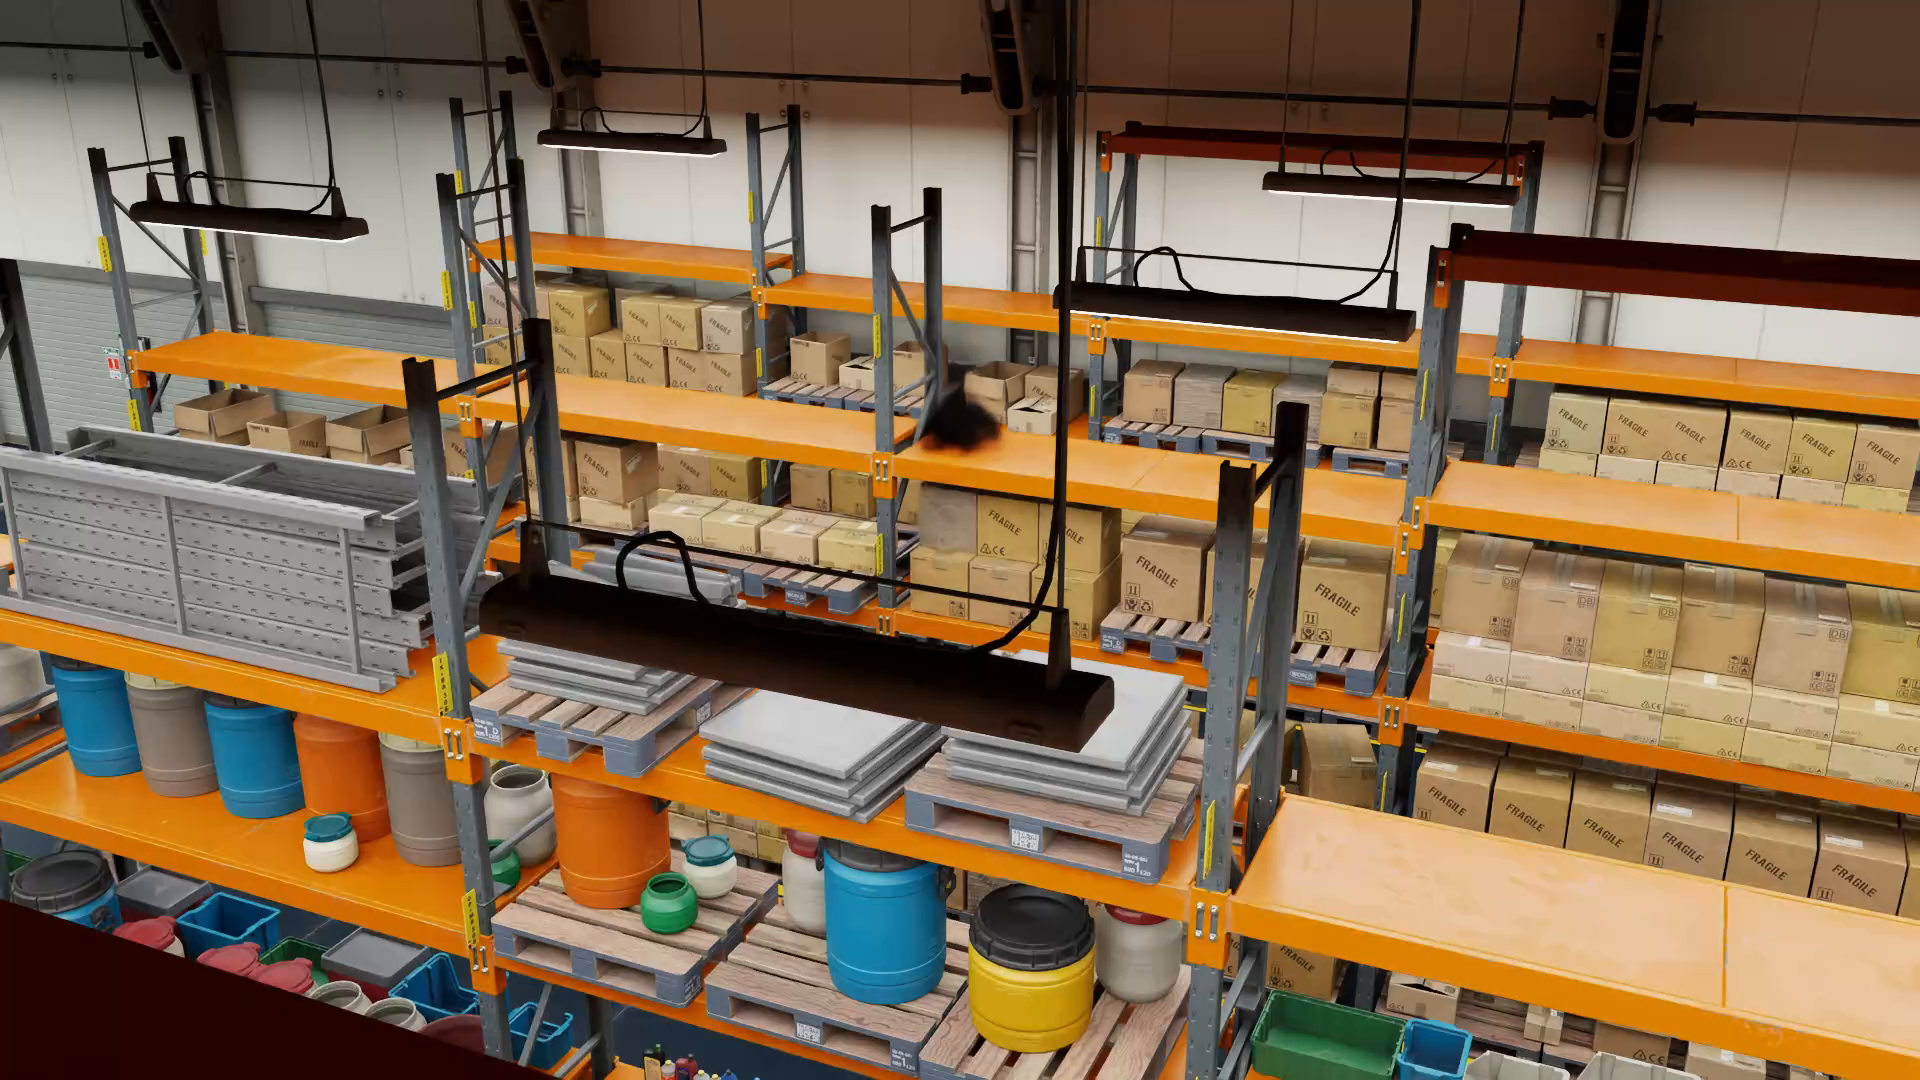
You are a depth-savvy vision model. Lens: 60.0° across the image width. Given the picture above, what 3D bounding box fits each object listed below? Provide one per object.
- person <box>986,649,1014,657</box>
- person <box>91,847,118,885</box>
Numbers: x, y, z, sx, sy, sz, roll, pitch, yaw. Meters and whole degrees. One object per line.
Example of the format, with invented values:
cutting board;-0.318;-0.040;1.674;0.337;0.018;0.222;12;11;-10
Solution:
person;0.414;1.468;16.459;0.789;1.700;0.494;5;21;14
person;-6.881;2.501;13.687;0.688;1.631;1.115;-19;28;-41
